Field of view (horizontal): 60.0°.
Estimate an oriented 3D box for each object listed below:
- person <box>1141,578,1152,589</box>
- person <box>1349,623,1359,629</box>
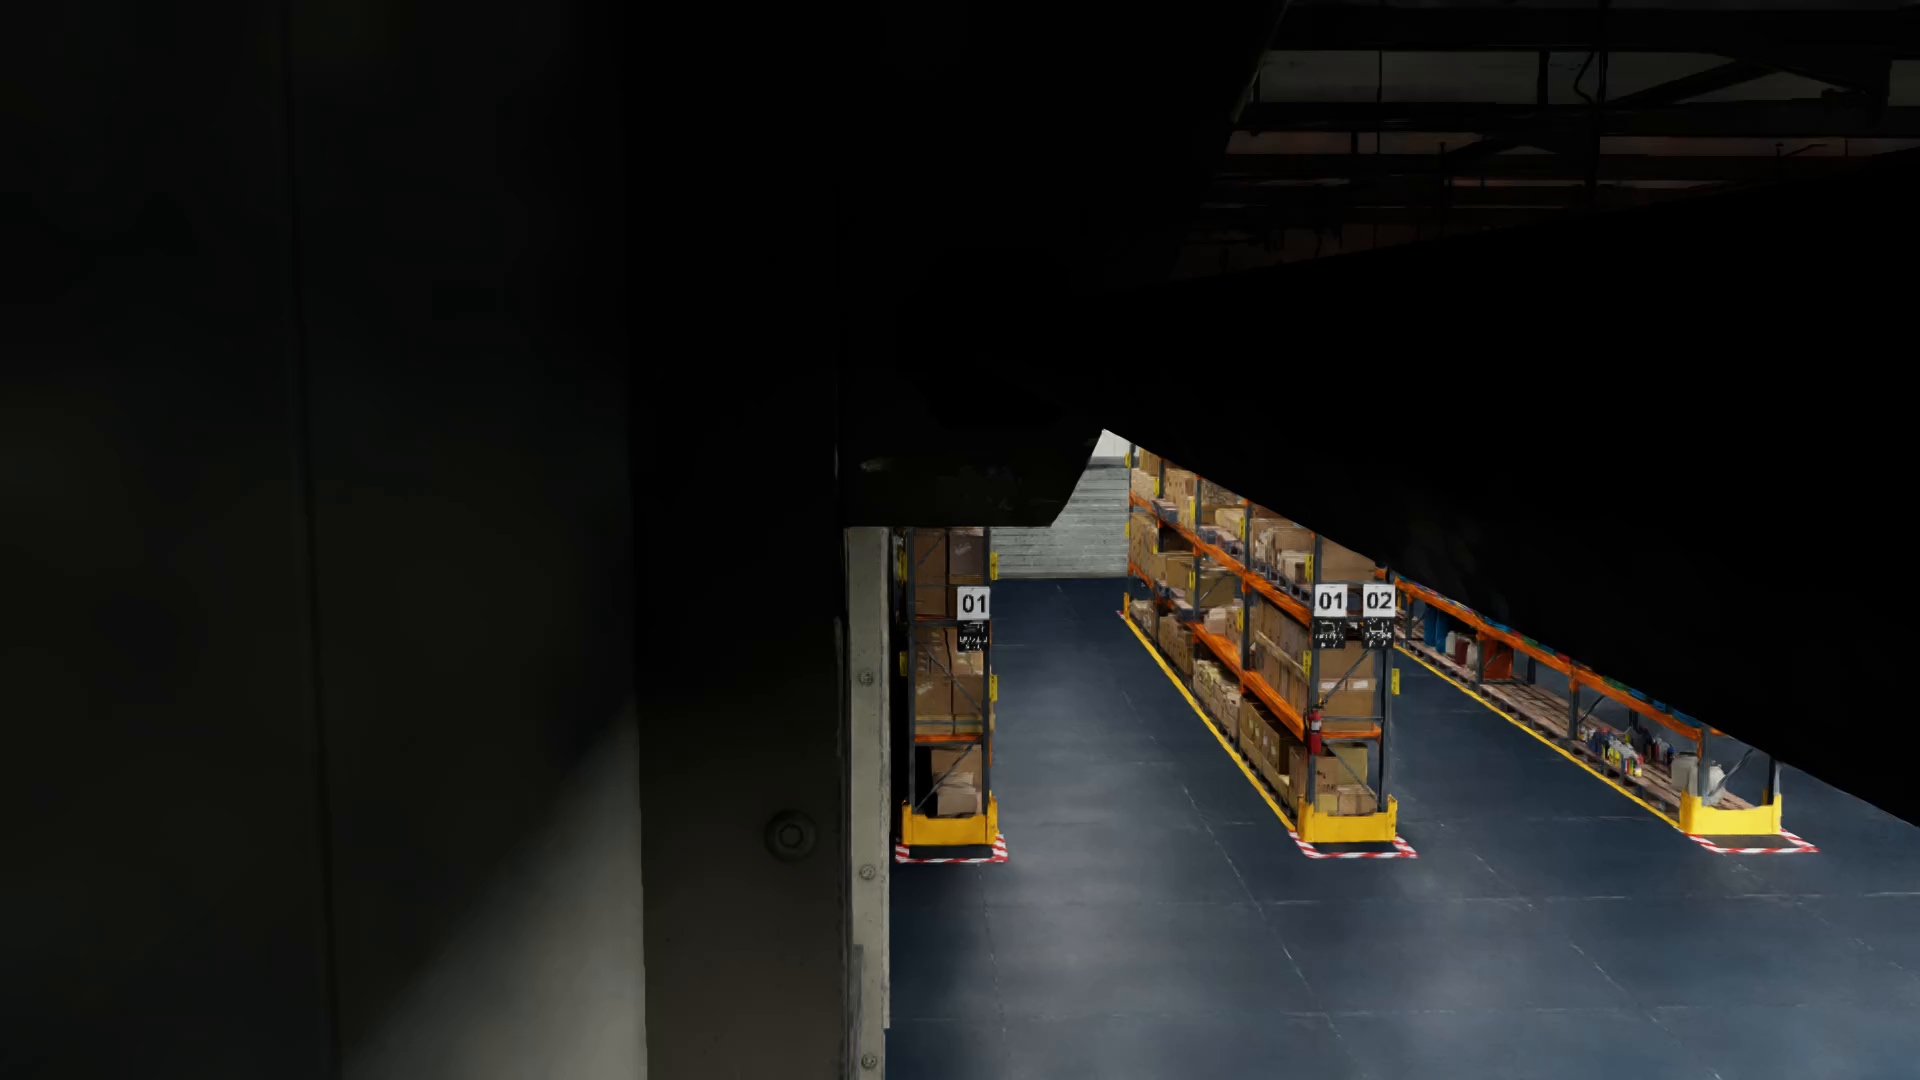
[{"bbox_3d":[4.589,0.453,40.334,0.544,1.454,0.615,-1,7,-11],"label":"person"},{"bbox_3d":[6.963,1.638,30.033,0.579,1.684,1.102,0,7,0],"label":"person"}]
